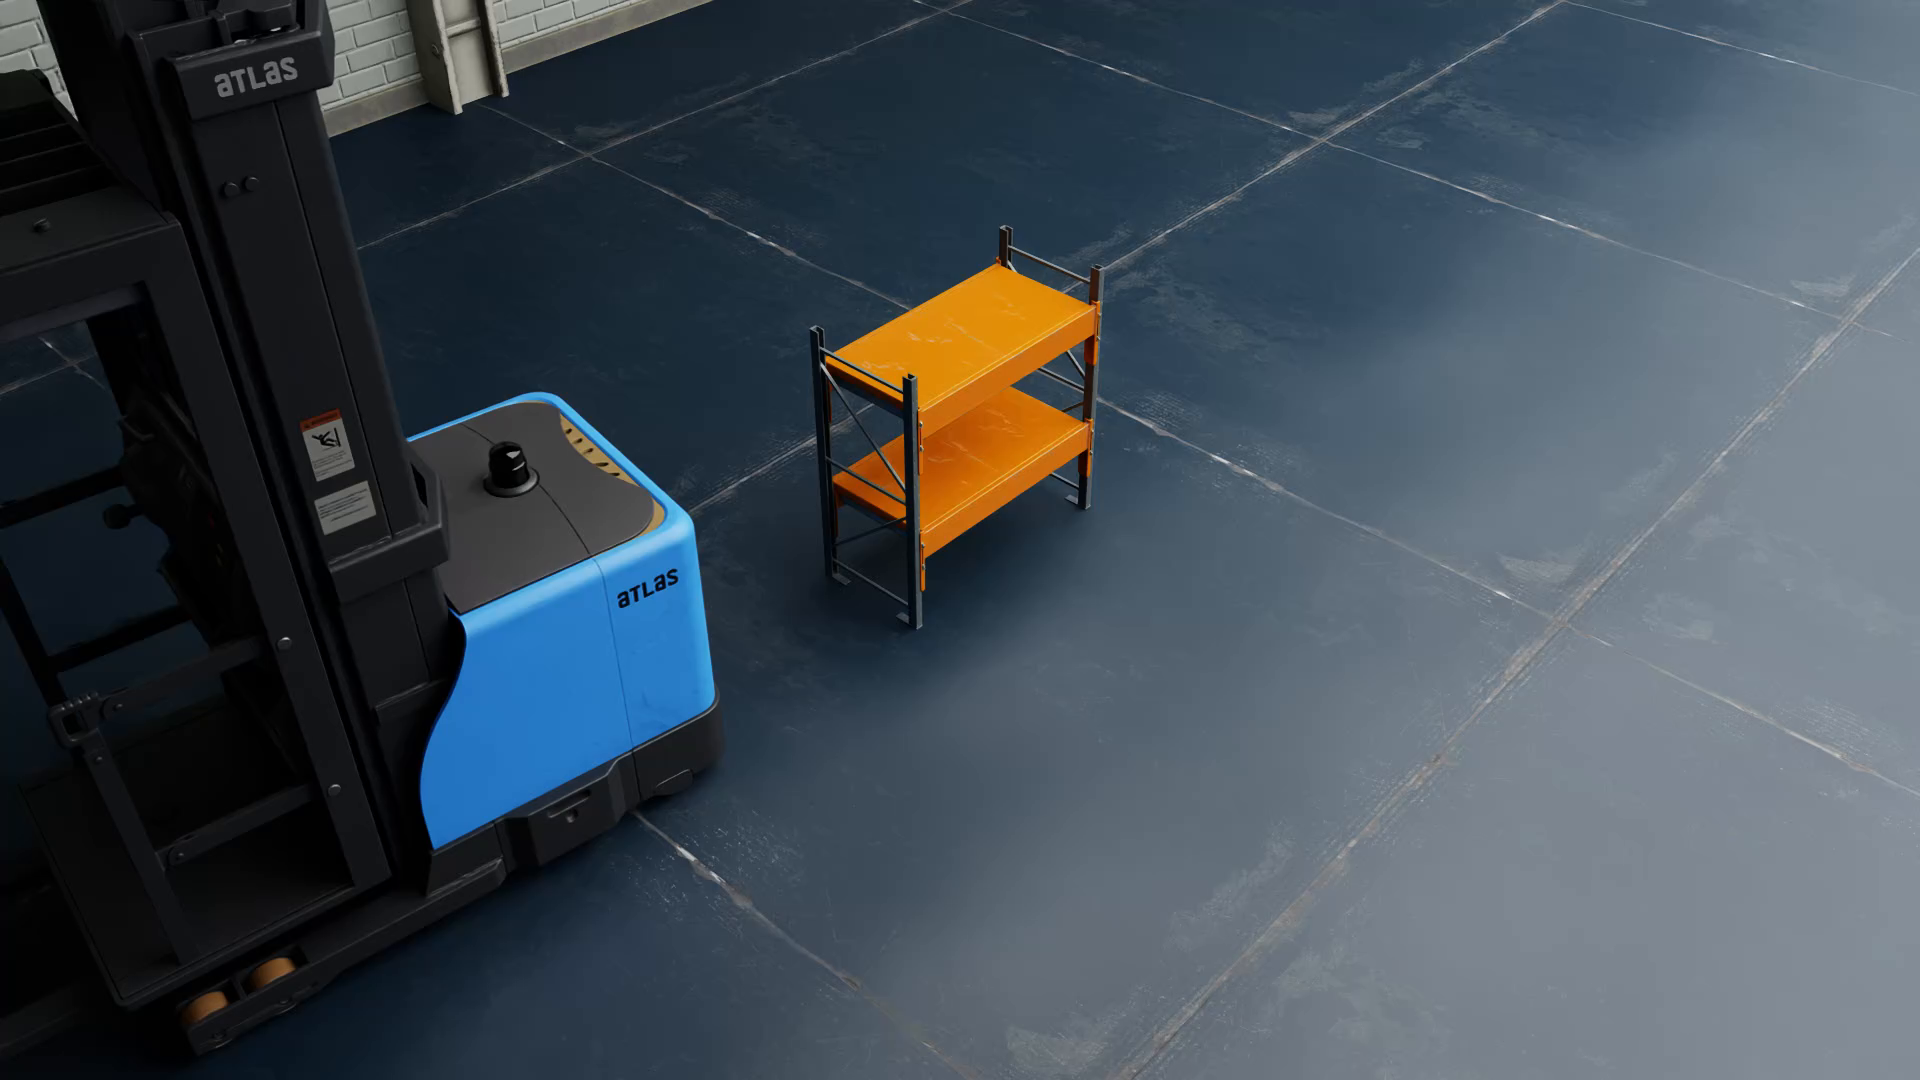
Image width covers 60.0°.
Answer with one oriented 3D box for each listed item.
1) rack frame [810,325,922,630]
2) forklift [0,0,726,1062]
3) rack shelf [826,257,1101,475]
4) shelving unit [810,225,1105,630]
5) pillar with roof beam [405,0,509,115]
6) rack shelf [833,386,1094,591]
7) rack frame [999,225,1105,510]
[{"bbox_3d":[-0.338,-0.210,6.110,0.500,1.125,0.032,30,47,32],"label":"rack frame"},{"bbox_3d":[-2.275,-0.031,4.434,3.031,2.935,1.130,-26,46,-29],"label":"forklift"},{"bbox_3d":[0.005,-0.672,6.222,0.538,0.278,1.000,30,47,32],"label":"rack shelf"},{"bbox_3d":[0.005,-0.443,6.404,0.538,1.125,1.048,30,47,32],"label":"shelving unit"},{"bbox_3d":[0.176,-4.414,5.070,9.100,9.000,0.400,30,47,32],"label":"pillar with roof beam"},{"bbox_3d":[0.005,-0.252,6.556,0.538,0.278,1.000,30,47,32],"label":"rack shelf"},{"bbox_3d":[0.348,-0.677,6.698,0.500,1.125,0.032,30,47,32],"label":"rack frame"}]
